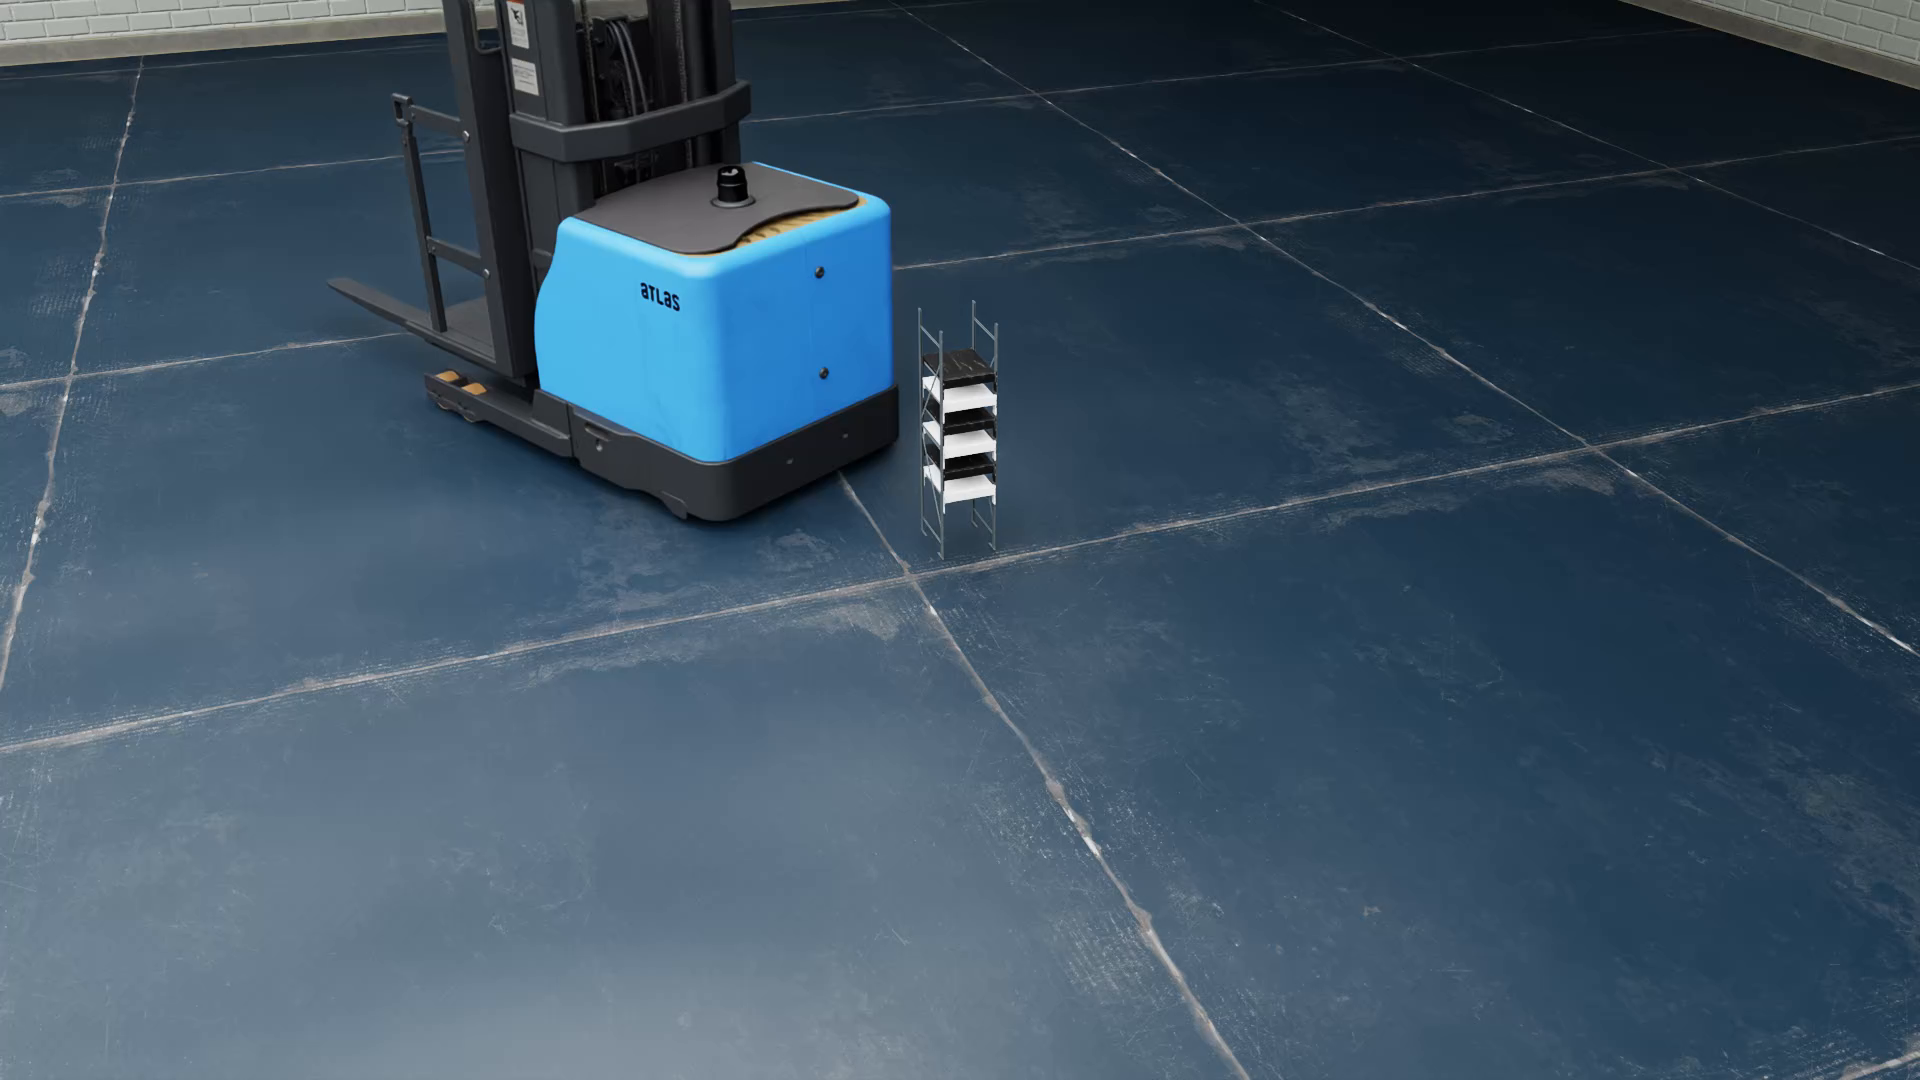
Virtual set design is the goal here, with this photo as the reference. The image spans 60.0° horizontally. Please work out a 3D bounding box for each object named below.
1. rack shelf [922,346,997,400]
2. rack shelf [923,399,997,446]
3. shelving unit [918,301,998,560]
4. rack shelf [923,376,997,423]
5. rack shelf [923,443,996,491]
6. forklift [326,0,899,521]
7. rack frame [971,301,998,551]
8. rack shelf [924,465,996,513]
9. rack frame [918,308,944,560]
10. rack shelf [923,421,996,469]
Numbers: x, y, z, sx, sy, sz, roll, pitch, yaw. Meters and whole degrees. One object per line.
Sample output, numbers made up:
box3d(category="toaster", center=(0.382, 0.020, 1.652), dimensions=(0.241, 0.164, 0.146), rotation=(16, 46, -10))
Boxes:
box3d(category="rack shelf", center=(-0.008, -0.595, 5.908), dimensions=(0.200, 0.077, 0.258), rotation=(-10, 31, -18))
box3d(category="rack shelf", center=(-0.008, -0.439, 5.997), dimensions=(0.200, 0.077, 0.258), rotation=(-10, 31, -18))
box3d(category="shelving unit", center=(-0.008, -0.390, 6.025), dimensions=(0.210, 0.900, 0.258), rotation=(-10, 31, -18))
box3d(category="rack shelf", center=(-0.008, -0.517, 5.952), dimensions=(0.200, 0.077, 0.258), rotation=(-10, 31, -18))
box3d(category="rack shelf", center=(-0.008, -0.282, 6.086), dimensions=(0.200, 0.077, 0.258), rotation=(-10, 31, -18))
box3d(category="forklift", center=(-1.689, -1.950, 6.712), dimensions=(3.031, 2.935, 1.130), rotation=(24, 37, 35))
box3d(category="rack frame", center=(0.088, -0.407, 6.056), dimensions=(0.006, 0.900, 0.240), rotation=(-10, 31, -18))
box3d(category="rack shelf", center=(-0.008, -0.204, 6.130), dimensions=(0.200, 0.077, 0.258), rotation=(-10, 31, -18))
box3d(category="rack frame", center=(-0.103, -0.372, 5.994), dimensions=(0.006, 0.900, 0.240), rotation=(-10, 31, -18))
box3d(category="rack shelf", center=(-0.008, -0.361, 6.041), dimensions=(0.200, 0.077, 0.258), rotation=(-10, 31, -18))
